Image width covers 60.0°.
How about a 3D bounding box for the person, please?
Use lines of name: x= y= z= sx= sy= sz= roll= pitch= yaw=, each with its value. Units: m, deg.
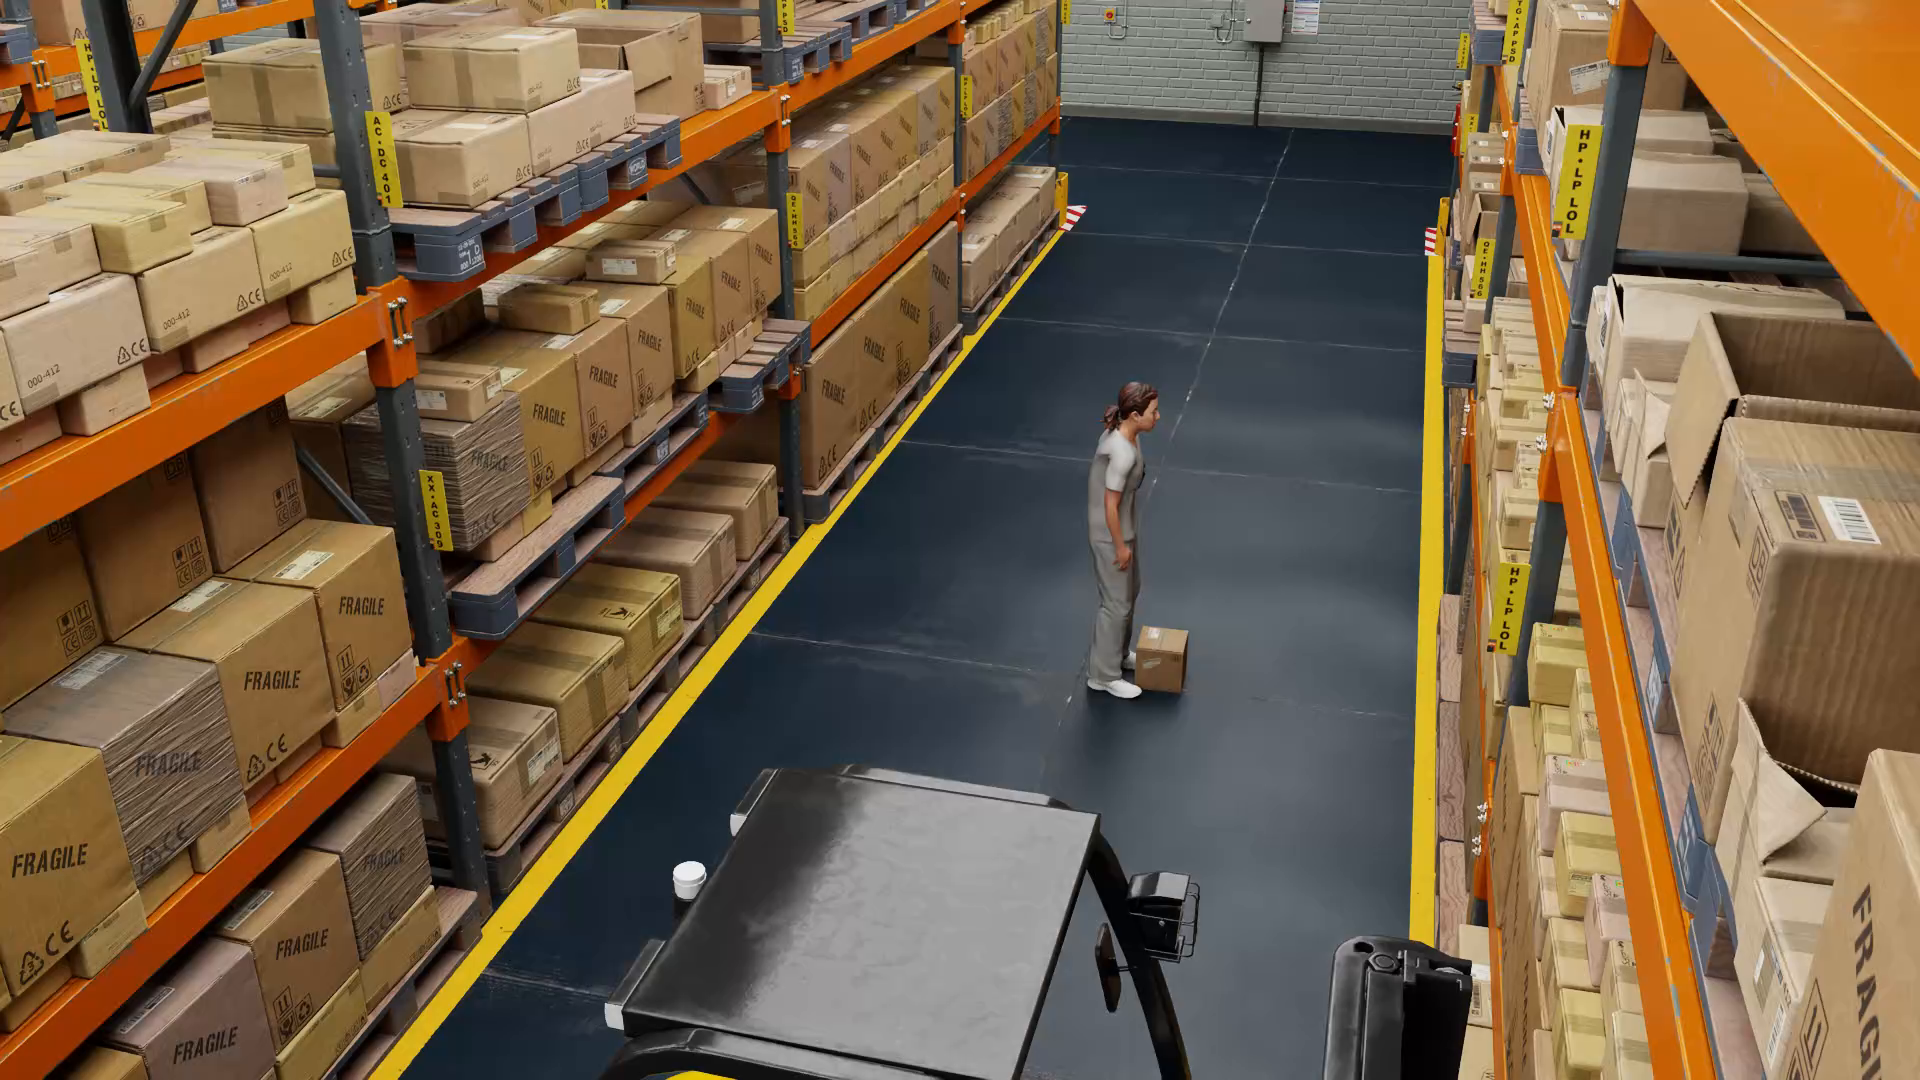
person: x=0.839 y=0.080 z=8.716 sx=0.365 sy=1.437 sz=0.513 roll=5 pitch=26 yaw=10
